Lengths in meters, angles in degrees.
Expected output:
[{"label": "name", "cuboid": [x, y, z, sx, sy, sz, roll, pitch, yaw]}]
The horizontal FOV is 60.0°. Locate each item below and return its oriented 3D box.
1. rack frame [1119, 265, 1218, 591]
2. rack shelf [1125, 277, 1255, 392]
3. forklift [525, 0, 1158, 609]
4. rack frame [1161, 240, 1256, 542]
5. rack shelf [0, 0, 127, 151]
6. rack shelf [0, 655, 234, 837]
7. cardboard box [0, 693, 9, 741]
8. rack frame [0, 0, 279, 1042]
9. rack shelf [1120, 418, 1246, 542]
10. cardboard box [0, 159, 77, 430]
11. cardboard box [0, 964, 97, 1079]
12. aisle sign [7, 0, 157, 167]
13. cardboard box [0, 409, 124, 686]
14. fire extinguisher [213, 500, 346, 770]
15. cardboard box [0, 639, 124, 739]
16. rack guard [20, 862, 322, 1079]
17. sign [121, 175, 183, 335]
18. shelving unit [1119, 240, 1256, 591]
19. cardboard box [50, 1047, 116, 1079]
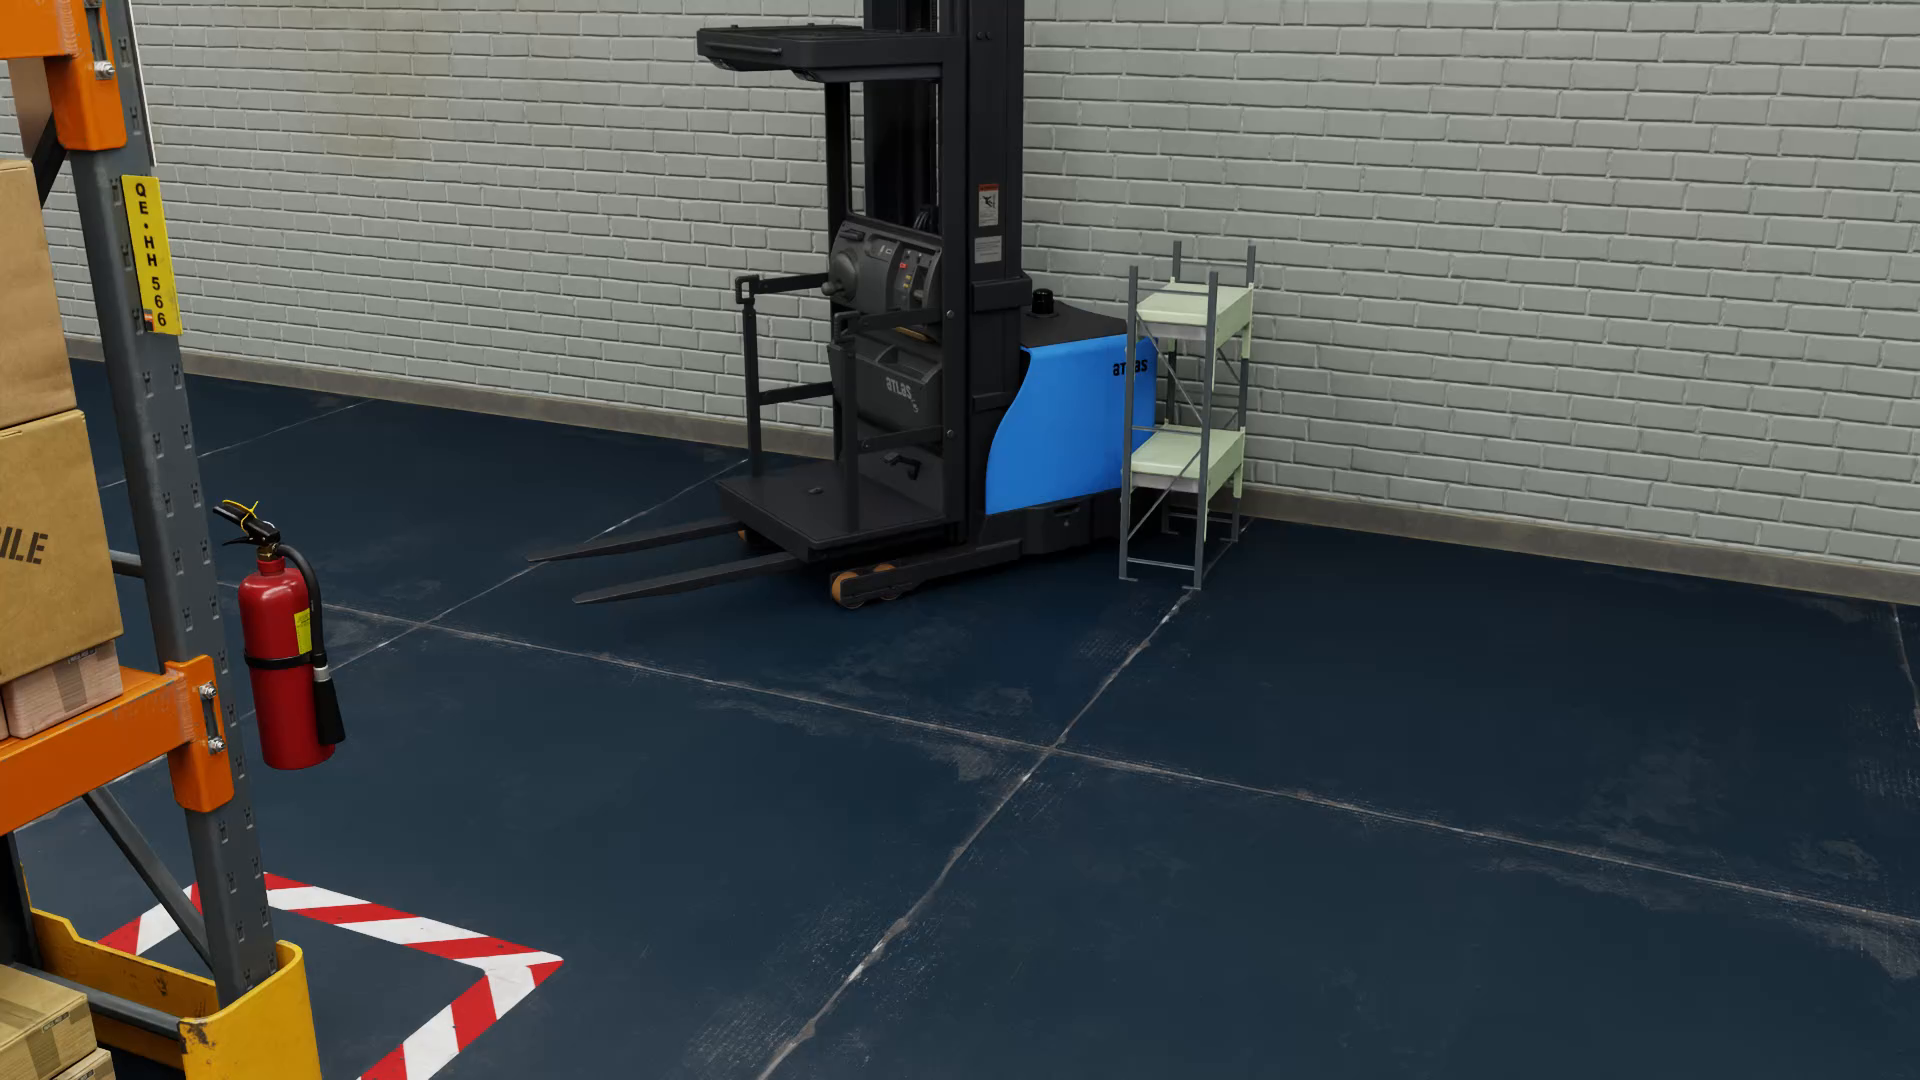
[{"label": "rack frame", "cuboid": [0.947, -0.496, 7.625, 0.400, 1.500, 0.023, 8, 21, 21]}, {"label": "rack shelf", "cuboid": [1.086, -0.977, 7.813, 0.431, 0.370, 0.720, 8, 21, 21]}, {"label": "forklift", "cuboid": [-0.529, -1.269, 7.662, 3.031, 2.935, 1.130, -12, 23, -30]}, {"label": "rack frame", "cuboid": [1.226, -0.723, 8.263, 0.400, 1.500, 0.023, 8, 21, 21]}, {"label": "rack shelf", "cuboid": [-2.992, -0.440, 1.826, 1.077, 0.370, 4.000, 9, 21, 23]}, {"label": "rack shelf", "cuboid": [-2.992, 0.974, 2.328, 1.077, 0.370, 4.000, 9, 21, 23]}, {"label": "cardboard box", "cuboid": [-2.185, 0.351, 3.380, 0.380, 0.149, 0.250, 9, 21, 23]}, {"label": "rack frame", "cuboid": [-2.173, 0.023, 3.927, 1.000, 3.000, 0.127, 9, 21, 23]}, {"label": "rack shelf", "cuboid": [1.086, -0.302, 8.053, 0.431, 0.370, 0.720, 8, 21, 21]}, {"label": "cardboard box", "cuboid": [-2.133, -0.461, 3.203, 0.500, 0.500, 0.500, 8, 21, 22]}, {"label": "cardboard box", "cuboid": [-2.158, 1.085, 3.682, 0.380, 0.149, 0.250, 9, 21, 23]}, {"label": "aisle sign", "cuboid": [-1.869, -1.183, 3.438, 0.394, 0.787, 0.004, 9, 21, 23]}, {"label": "cardboard box", "cuboid": [-2.122, 0.009, 3.375, 0.500, 0.500, 0.500, 9, 21, 24]}, {"label": "fire extinguisher", "cuboid": [-1.649, 0.222, 4.041, 0.296, 0.674, 0.183, 9, 21, 23]}, {"label": "cardboard box", "cuboid": [-2.048, 0.280, 3.580, 0.380, 0.149, 0.250, 9, 21, 23]}, {"label": "rack guard", "cuboid": [-2.204, 1.224, 4.280, 1.175, 0.500, 0.348, 9, 21, 23]}, {"label": "sign", "cuboid": [-1.675, -0.589, 3.448, 0.100, 0.325, 0.005, 9, 21, 23]}, {"label": "shelving unit", "cuboid": [1.086, -0.609, 7.944, 0.431, 1.500, 0.755, 8, 21, 21]}, {"label": "cardboard box", "cuboid": [-2.129, 1.229, 3.720, 0.380, 0.149, 0.250, 8, 21, 21]}]
